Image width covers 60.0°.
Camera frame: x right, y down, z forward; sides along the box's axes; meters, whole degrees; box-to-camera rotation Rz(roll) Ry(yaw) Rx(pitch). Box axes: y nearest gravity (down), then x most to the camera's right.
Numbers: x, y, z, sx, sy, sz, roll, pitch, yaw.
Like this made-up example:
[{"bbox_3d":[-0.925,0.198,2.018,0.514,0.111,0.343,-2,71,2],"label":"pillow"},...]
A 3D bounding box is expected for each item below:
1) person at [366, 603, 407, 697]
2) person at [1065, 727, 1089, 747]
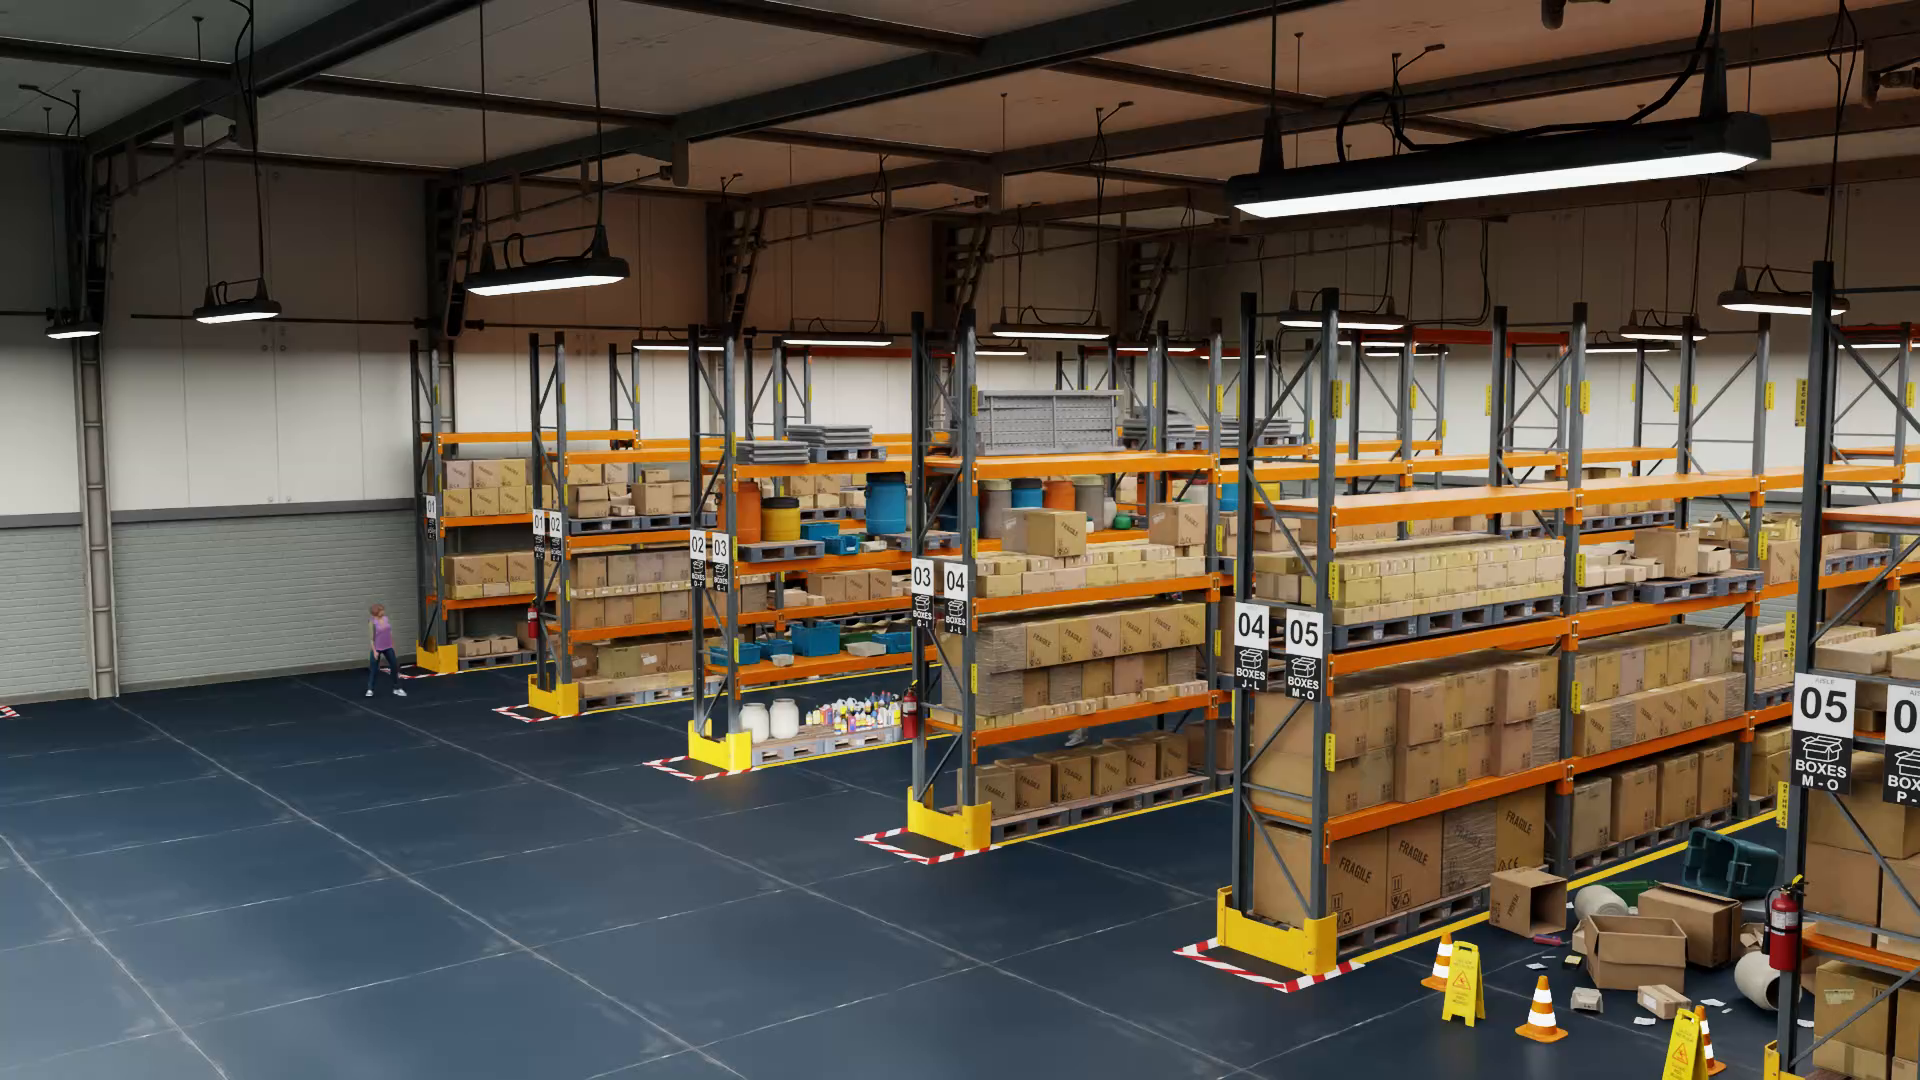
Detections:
[{"bbox_3d":[-9.616,1.846,27.701,0.535,1.567,0.565,5,7,40],"label":"person"},{"bbox_3d":[1.694,2.218,23.936,0.347,1.448,0.489,1,5,8],"label":"person"}]
